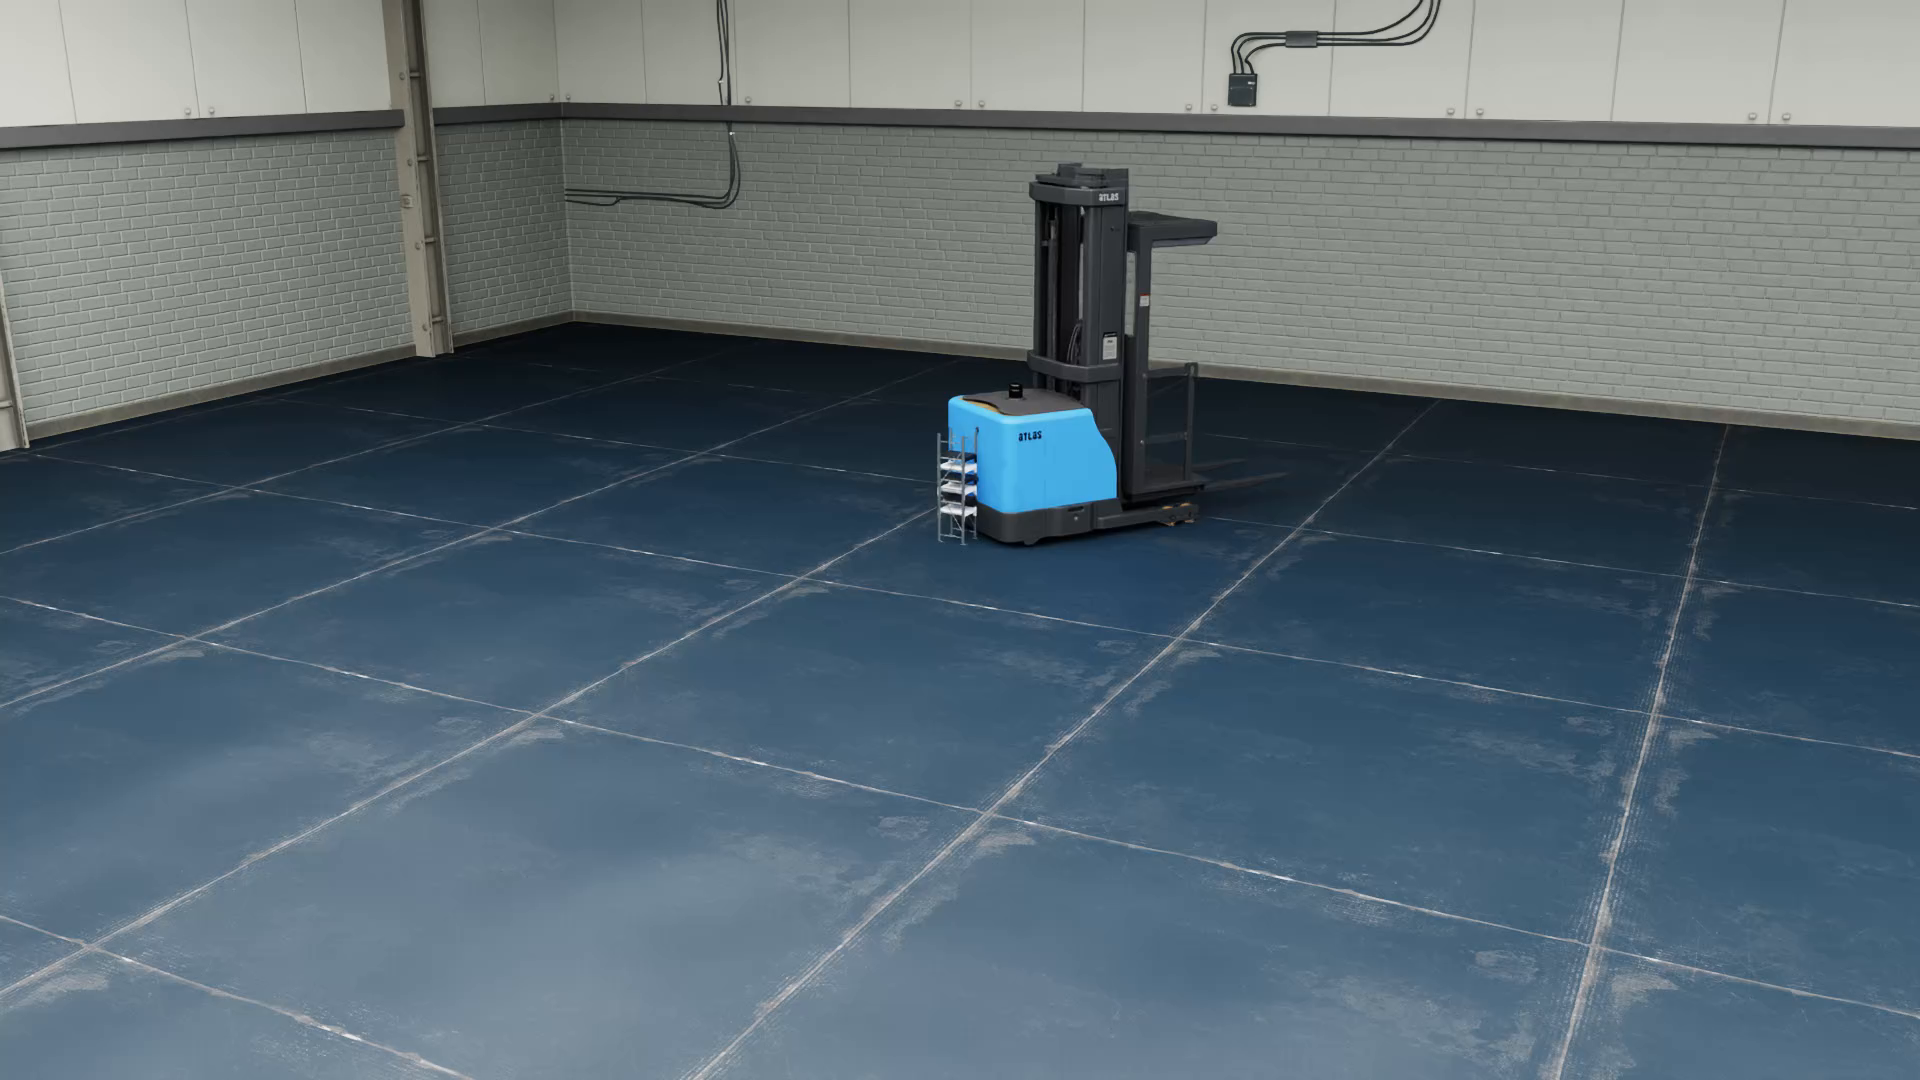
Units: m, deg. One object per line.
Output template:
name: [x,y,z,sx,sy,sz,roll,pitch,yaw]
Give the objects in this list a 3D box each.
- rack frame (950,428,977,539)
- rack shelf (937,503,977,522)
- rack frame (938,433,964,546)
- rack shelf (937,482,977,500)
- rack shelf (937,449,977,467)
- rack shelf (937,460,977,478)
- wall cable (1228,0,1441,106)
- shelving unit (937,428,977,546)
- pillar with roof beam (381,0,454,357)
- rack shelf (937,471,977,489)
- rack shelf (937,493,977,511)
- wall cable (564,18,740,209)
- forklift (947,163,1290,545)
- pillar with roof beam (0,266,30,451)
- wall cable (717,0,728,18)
rack frame: [0.028,-0.453,13.468,0.240,0.900,0.006,9,19,28]
rack shelf: [-0.022,-0.223,13.444,0.258,0.077,0.200,9,19,28]
rack frame: [-0.072,-0.402,13.298,0.240,0.900,0.006,9,19,28]
rack shelf: [-0.022,-0.396,13.393,0.258,0.077,0.200,9,19,28]
rack shelf: [-0.022,-0.654,13.316,0.258,0.077,0.200,9,19,28]
rack shelf: [-0.022,-0.568,13.342,0.258,0.077,0.200,9,19,28]
wall cable: [4.127,-7.743,17.815,2.305,6.003,0.169,8,18,25]
shelving unit: [-0.022,-0.428,13.383,0.258,0.900,0.210,9,19,28]
pillar with roof beam: [-3.007,-6.195,18.575,9.100,9.000,0.400,8,18,25]
rack shelf: [-0.022,-0.482,13.367,0.258,0.077,0.200,9,19,28]
rack shelf: [-0.022,-0.309,13.418,0.258,0.077,0.200,9,19,28]
wall cable: [-4.359,-5.836,22.821,3.097,2.526,0.112,8,18,25]
forklift: [1.429,-1.643,13.908,3.031,2.935,1.130,-9,19,-28]
pillar with roof beam: [-5.688,-4.666,13.430,9.100,9.000,0.400,8,18,25]
wall cable: [-1.939,-7.913,20.944,3.097,2.526,0.112,8,18,25]
